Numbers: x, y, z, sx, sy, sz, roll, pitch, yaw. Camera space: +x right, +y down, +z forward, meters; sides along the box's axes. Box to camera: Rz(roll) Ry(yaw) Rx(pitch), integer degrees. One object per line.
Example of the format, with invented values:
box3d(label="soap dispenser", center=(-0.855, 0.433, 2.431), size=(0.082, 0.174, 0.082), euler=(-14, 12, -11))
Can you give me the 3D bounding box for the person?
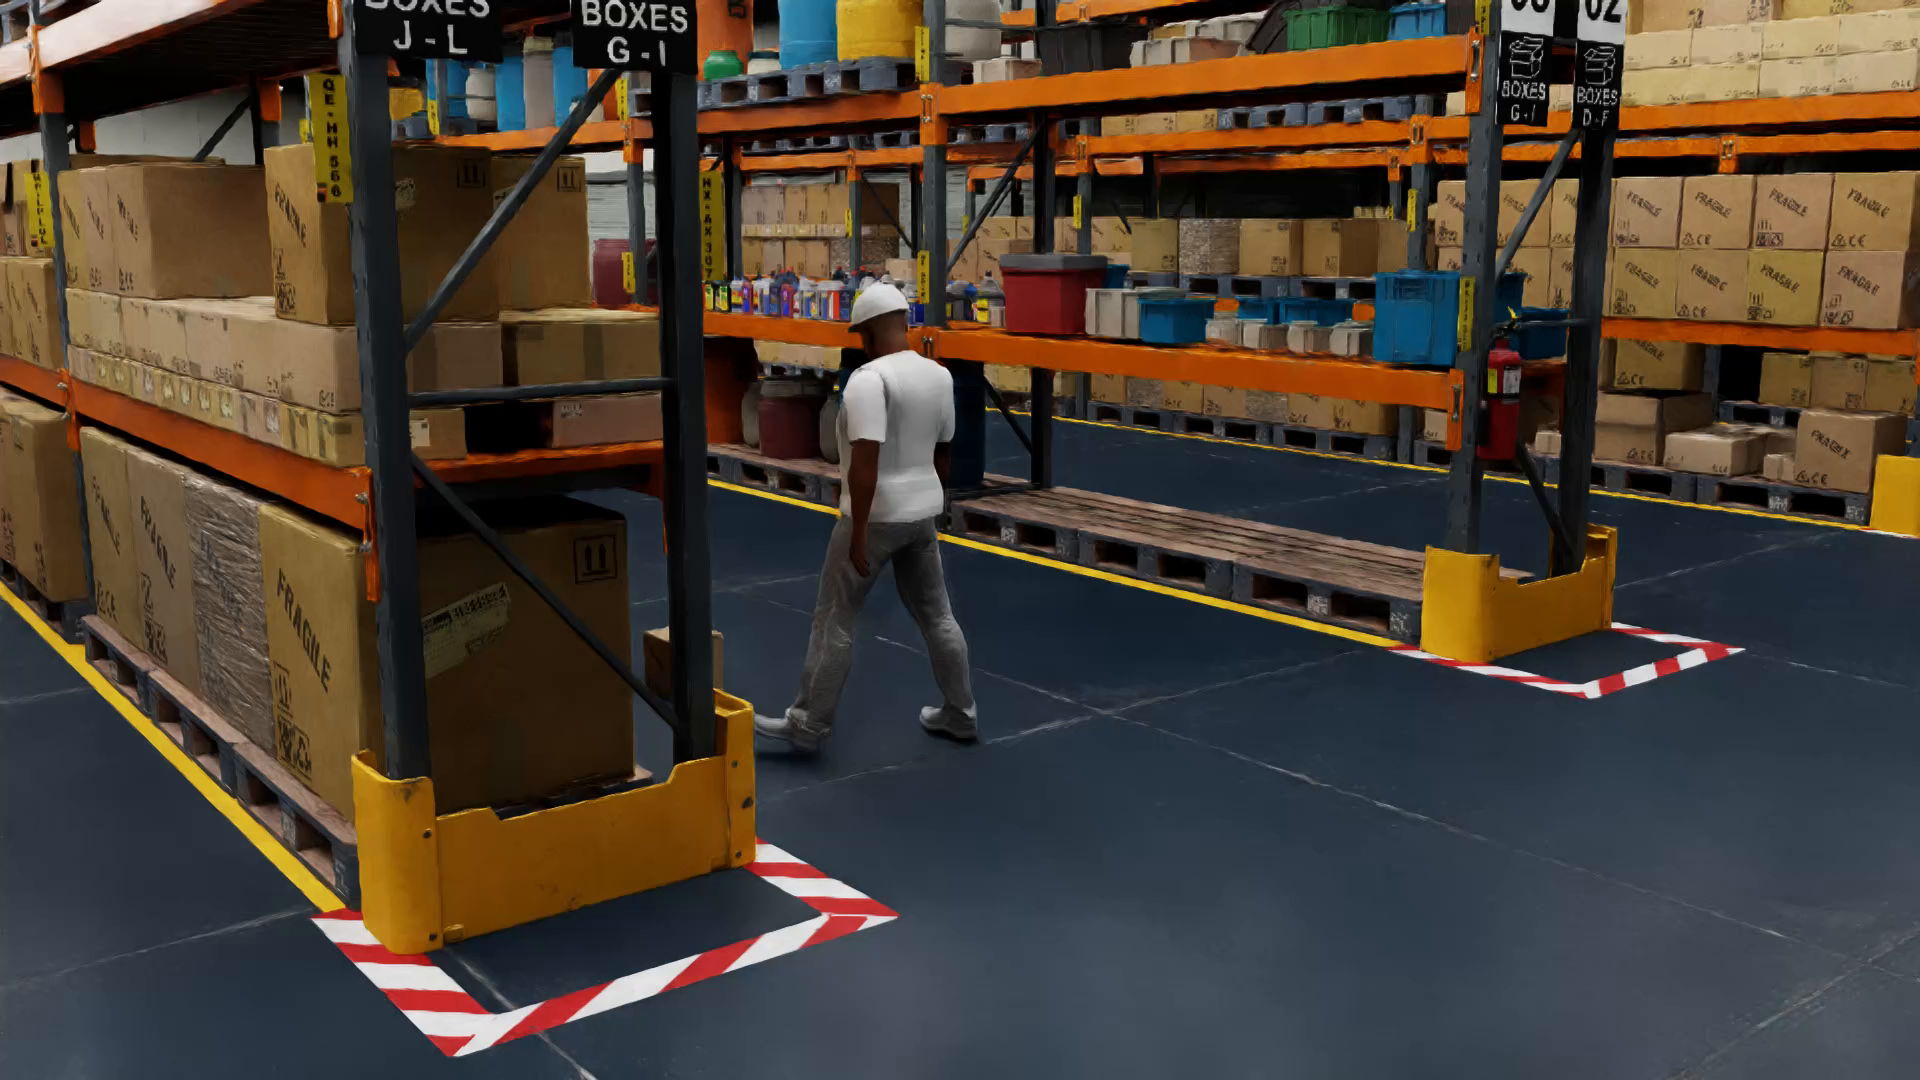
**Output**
box3d(label="person", center=(-0.349, -0.084, 6.263), size=(0.646, 1.743, 0.759), euler=(9, 14, 38))
